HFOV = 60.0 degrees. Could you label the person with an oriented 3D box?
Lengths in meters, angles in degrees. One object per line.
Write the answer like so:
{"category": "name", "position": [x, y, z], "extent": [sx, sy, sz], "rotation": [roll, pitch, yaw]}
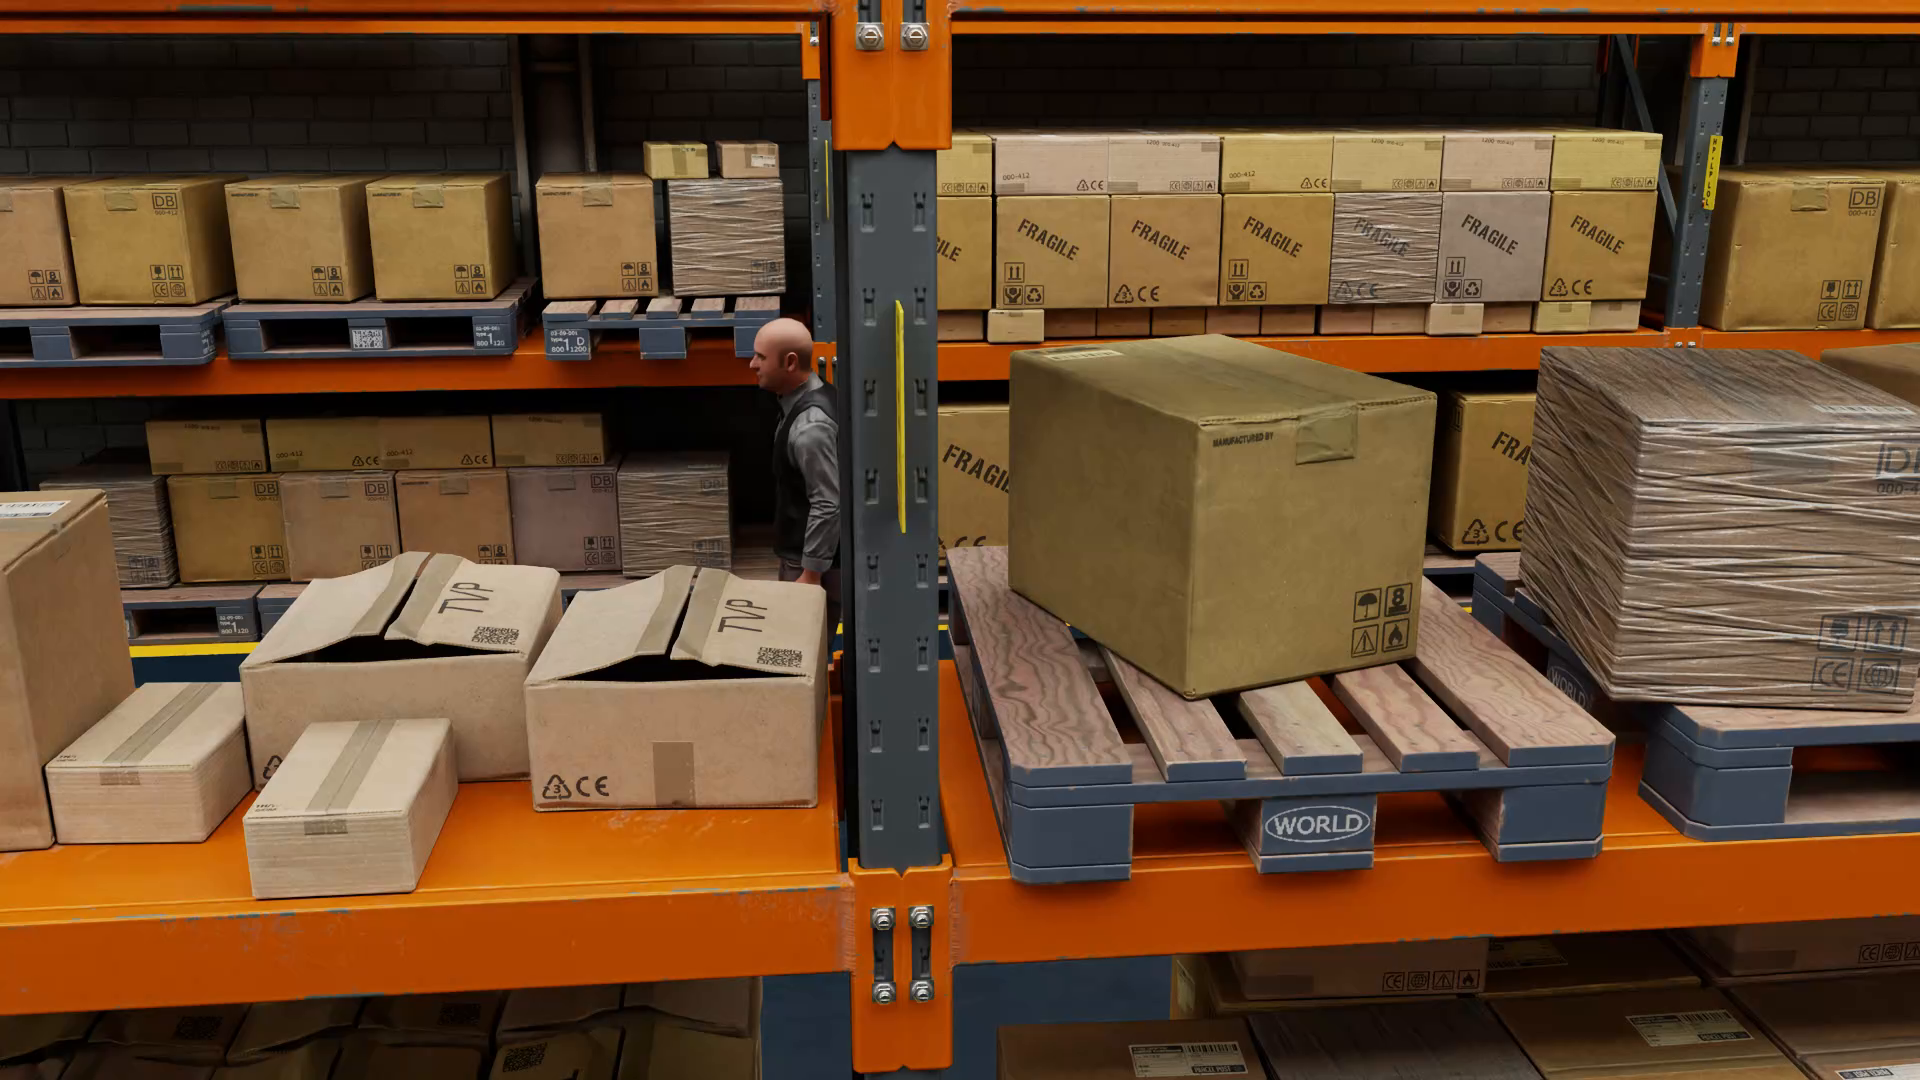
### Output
{"category": "person", "position": [-0.514, 0.122, 5.857], "extent": [0.425, 1.616, 0.580], "rotation": [-2, 17, -8]}
